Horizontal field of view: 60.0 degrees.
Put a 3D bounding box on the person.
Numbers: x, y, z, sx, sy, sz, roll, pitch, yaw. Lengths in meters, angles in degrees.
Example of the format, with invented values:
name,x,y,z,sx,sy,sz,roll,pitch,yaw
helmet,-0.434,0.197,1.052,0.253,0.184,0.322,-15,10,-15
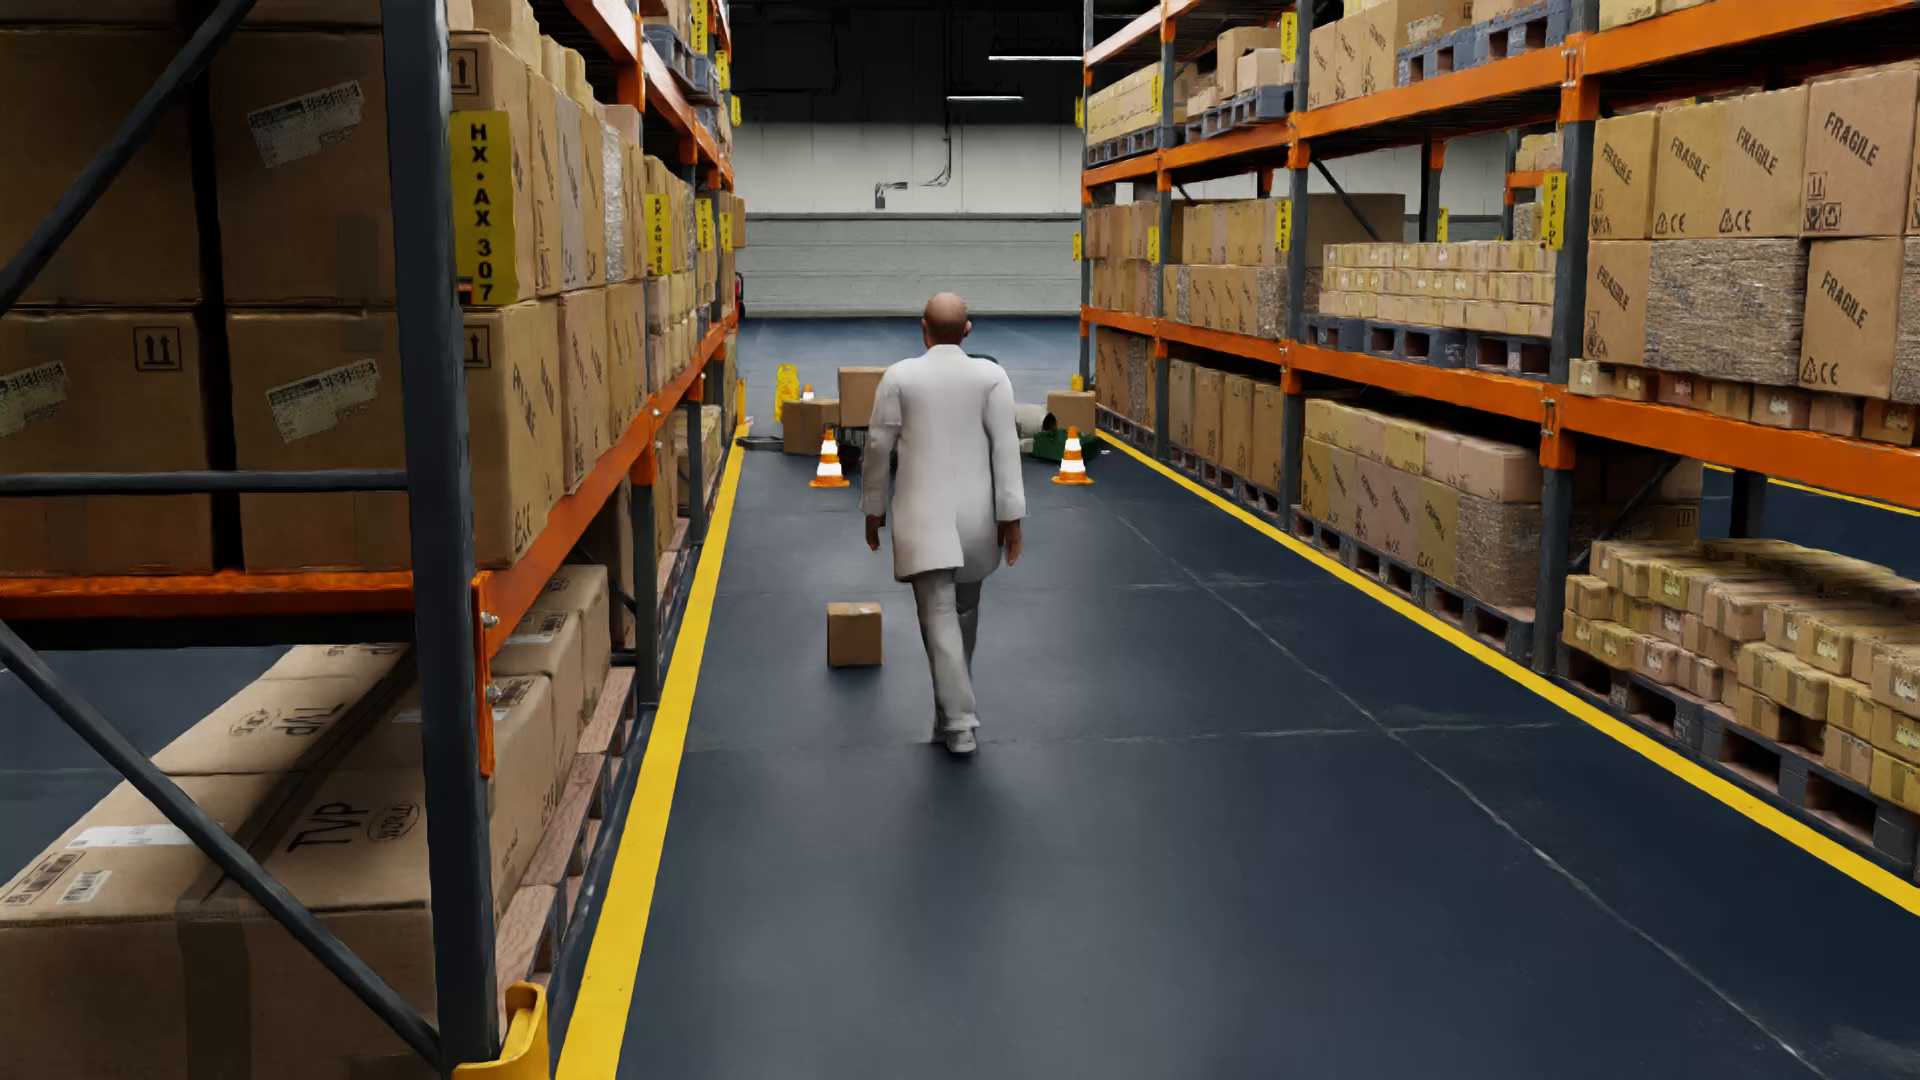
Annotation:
name,x,y,z,sx,sy,sz,roll,pitch,yaw
person,-0.088,-0.065,6.626,0.607,1.630,1.025,-2,10,-13
